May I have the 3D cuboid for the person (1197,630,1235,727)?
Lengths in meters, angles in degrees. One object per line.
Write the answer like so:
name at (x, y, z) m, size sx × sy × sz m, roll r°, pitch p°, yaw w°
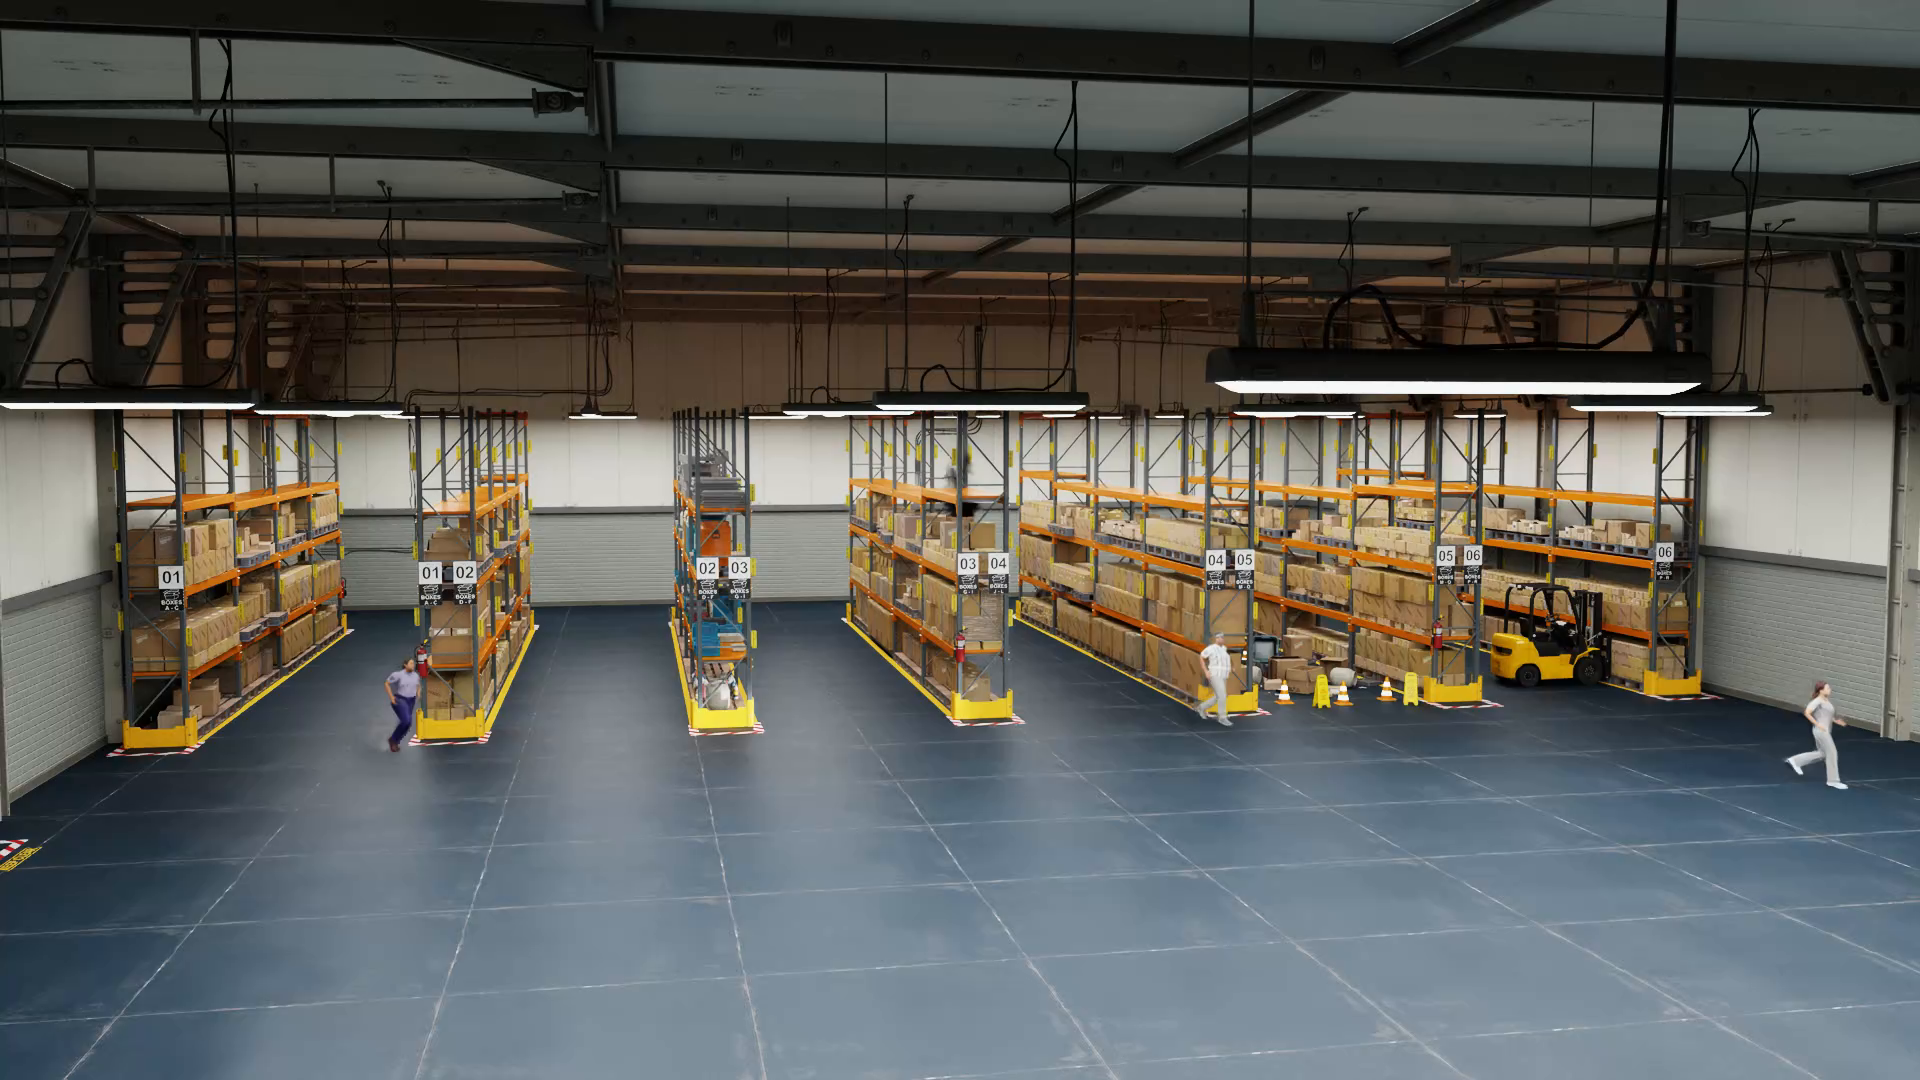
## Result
person at (4.935, 2.605, 31.603) m, size 0.833 × 1.772 × 0.700 m, roll 4°, pitch 5°, yaw 41°

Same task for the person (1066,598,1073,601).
person at (3.367, 1.385, 49.912) m, size 0.602 × 1.580 × 0.602 m, roll -2°, pitch 4°, yaw -24°

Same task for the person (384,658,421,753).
person at (-9.654, 2.866, 28.955) m, size 0.576 × 1.618 × 0.664 m, roll 2°, pitch 5°, yaw 30°

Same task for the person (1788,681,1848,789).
person at (13.516, 3.048, 26.162) m, size 0.879 × 1.660 × 0.567 m, roll 3°, pitch 5°, yaw 39°

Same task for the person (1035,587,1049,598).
person at (2.553, 1.322, 50.145) m, size 0.604 × 1.672 × 0.637 m, roll -1°, pitch 4°, yaw -13°
